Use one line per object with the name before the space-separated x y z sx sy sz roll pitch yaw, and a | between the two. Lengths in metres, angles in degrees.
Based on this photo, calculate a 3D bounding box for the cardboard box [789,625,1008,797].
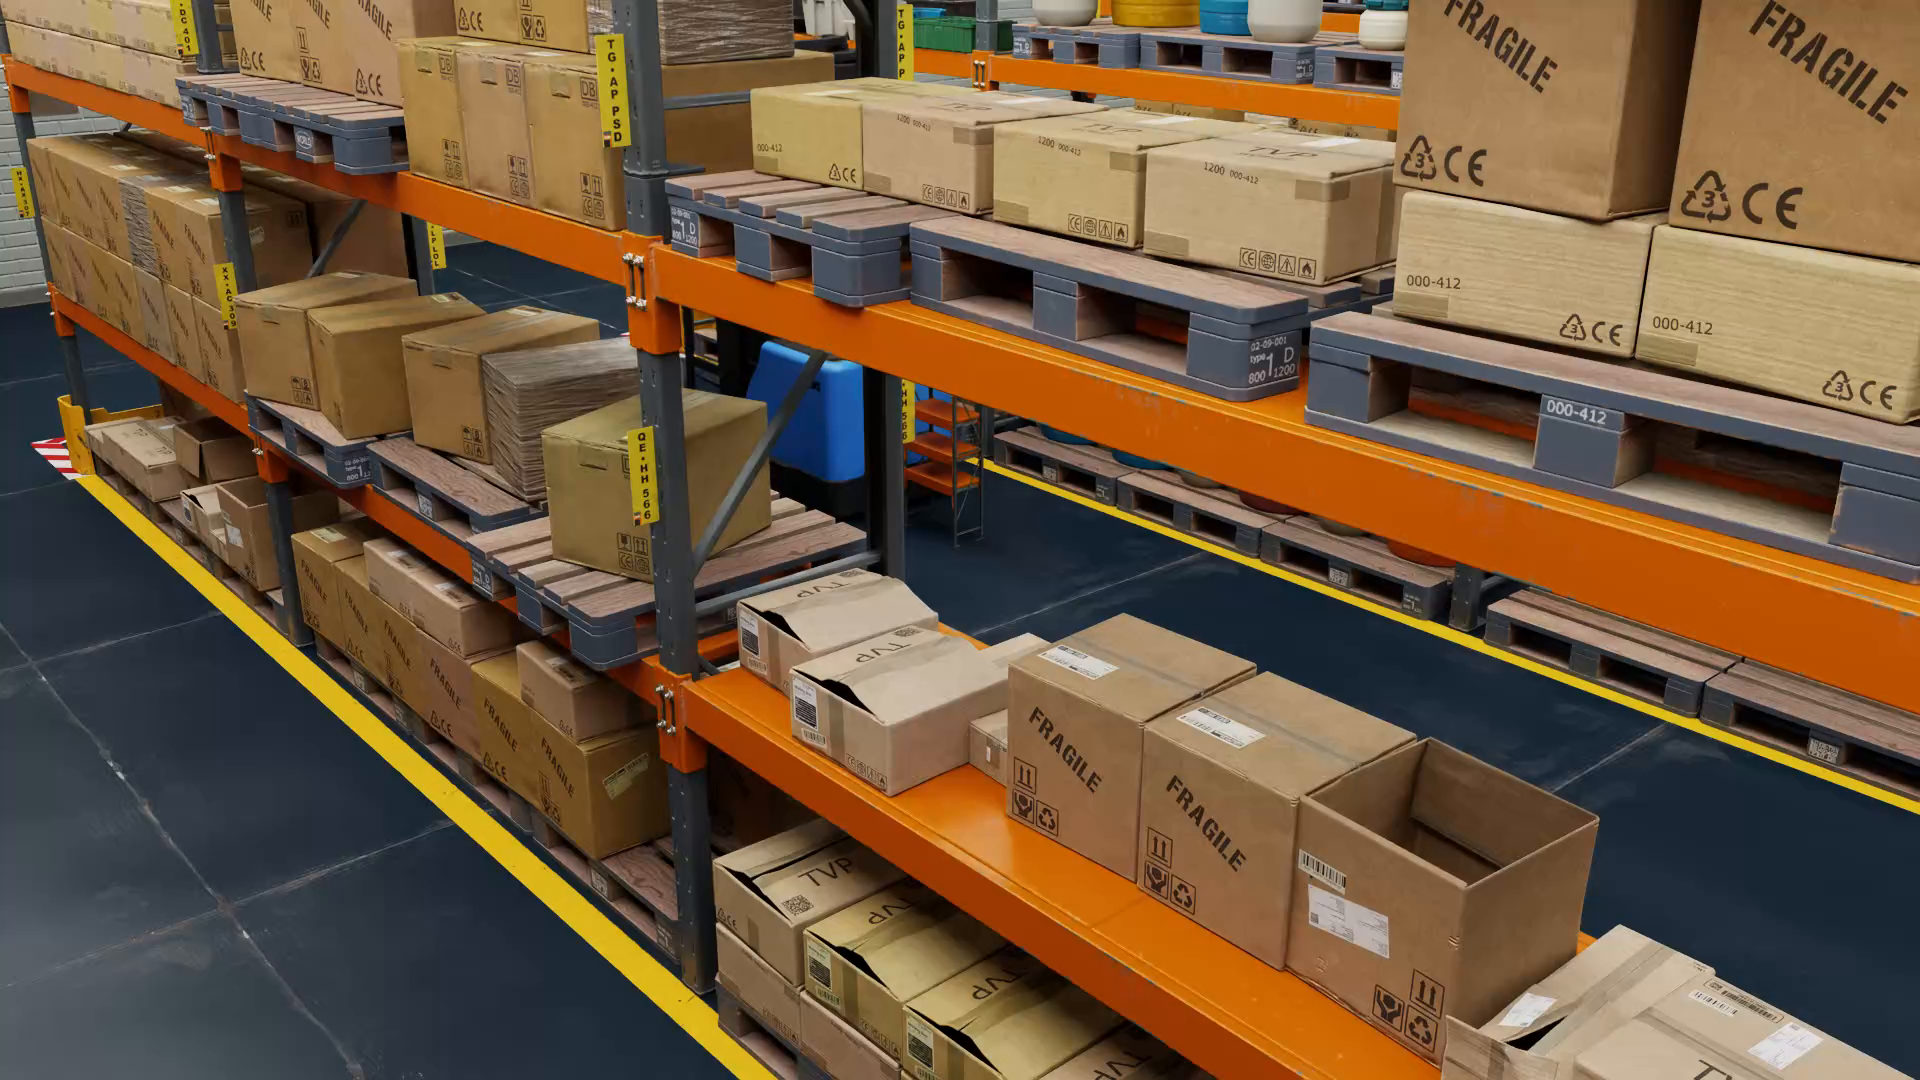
cardboard box | -0.187 0.498 5.221 0.500 0.311 0.500 -18 28 -38

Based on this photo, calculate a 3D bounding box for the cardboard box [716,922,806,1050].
cardboard box | -0.504 1.463 5.831 0.500 0.250 0.500 -18 27 -38

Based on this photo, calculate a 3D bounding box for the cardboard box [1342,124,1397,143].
cardboard box | 3.770 -3.780 14.792 0.500 0.500 0.500 -16 27 -36

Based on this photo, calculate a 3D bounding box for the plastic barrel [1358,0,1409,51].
plastic barrel | 2.320 -2.804 9.031 0.301 0.262 0.301 0 21 0

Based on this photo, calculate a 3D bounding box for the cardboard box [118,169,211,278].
cardboard box | -4.426 -1.812 9.489 0.500 0.500 0.500 -17 27 -37

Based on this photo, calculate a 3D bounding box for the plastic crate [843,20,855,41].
plastic crate | -0.598 -3.655 11.950 0.293 0.136 0.466 -17 27 -37

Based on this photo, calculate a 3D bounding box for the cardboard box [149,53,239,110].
cardboard box | -3.754 -2.340 8.437 0.500 0.250 0.500 -17 27 -37

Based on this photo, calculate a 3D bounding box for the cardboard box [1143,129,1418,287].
cardboard box | 0.786 -0.797 3.922 0.500 0.250 0.500 20 29 41

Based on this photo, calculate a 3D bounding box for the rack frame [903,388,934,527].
rack frame | -0.267 -0.672 10.554 0.240 1.200 0.015 -17 27 -37

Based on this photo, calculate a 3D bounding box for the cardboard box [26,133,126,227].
cardboard box | -5.756 -2.374 10.923 0.500 0.500 0.500 -16 27 -36

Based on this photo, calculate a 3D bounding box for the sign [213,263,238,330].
sign | -3.641 -1.214 8.282 0.100 0.325 0.005 -17 27 -37

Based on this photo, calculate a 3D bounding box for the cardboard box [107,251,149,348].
cardboard box | -4.765 -1.489 10.035 0.500 0.500 0.500 -17 27 -37

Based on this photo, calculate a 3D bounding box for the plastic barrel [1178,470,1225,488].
plastic barrel | 1.625 -0.630 10.814 0.421 0.512 0.421 0 21 0

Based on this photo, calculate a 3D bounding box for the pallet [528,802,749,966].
pallet | -1.082 1.247 7.012 1.003 0.211 1.213 -17 27 -37

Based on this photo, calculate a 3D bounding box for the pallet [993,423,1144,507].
pallet | 0.992 -0.598 11.722 1.003 0.211 1.213 -17 27 -37

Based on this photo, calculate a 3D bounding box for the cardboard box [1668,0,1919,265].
cardboard box | 1.614 -0.783 2.858 0.500 0.500 0.500 -17 27 -37

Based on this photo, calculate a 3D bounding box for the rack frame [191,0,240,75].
rack frame | -3.235 -3.735 7.681 1.000 3.000 0.127 -17 27 -37

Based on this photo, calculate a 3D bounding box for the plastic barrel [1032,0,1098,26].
plastic barrel | 0.674 -3.570 10.611 0.433 0.535 0.433 0 21 0

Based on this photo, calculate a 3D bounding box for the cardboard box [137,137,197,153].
cardboard box | -5.017 -2.362 10.894 0.500 0.500 0.500 -17 27 -36

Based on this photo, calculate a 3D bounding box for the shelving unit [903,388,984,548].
shelving unit | -0.108 -0.604 10.382 0.258 1.200 0.503 -17 27 -37

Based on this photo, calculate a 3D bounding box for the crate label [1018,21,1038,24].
crate label | 0.420 -3.598 11.805 0.293 0.136 0.466 -17 27 -37

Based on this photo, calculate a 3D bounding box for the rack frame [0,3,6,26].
rack frame | -5.846 -4.840 10.503 1.000 3.000 0.127 -17 27 -37

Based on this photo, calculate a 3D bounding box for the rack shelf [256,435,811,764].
rack shelf | -1.929 -0.054 7.496 1.077 0.370 4.000 -17 27 -37

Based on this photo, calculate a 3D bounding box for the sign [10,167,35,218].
sign | -6.257 -2.321 11.109 0.100 0.325 0.005 -17 27 -37

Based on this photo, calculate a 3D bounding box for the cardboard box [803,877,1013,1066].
cardboard box | -0.155 1.345 5.363 0.500 0.311 0.500 -18 28 -39

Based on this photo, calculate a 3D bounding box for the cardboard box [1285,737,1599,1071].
cardboard box | 1.154 0.860 4.037 0.500 0.500 0.500 -15 26 -34

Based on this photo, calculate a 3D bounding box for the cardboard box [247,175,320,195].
cardboard box | -3.666 -1.793 9.442 0.500 0.500 0.500 -19 28 -39

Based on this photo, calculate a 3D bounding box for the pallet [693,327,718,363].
pallet | -1.582 -1.690 14.508 1.003 0.211 1.213 -17 27 -37

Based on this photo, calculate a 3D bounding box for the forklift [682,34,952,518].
forklift | -1.345 -1.975 11.508 1.130 2.935 3.031 -16 27 -36

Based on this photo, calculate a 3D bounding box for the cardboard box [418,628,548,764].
cardboard box | -2.097 0.633 7.578 0.500 0.500 0.500 -19 28 -39

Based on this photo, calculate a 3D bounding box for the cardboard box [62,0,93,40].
cardboard box | -4.732 -2.987 9.405 0.500 0.250 0.500 -17 27 -37

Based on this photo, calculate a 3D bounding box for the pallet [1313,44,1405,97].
pallet | 2.706 -2.558 9.048 1.003 0.211 1.213 -17 27 -37

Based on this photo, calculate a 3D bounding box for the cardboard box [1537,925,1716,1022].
cardboard box | 1.564 1.092 3.927 0.380 0.149 0.250 -17 27 -37

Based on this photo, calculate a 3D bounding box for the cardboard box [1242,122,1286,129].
cardboard box | 2.784 -3.851 16.002 0.500 0.250 0.500 -18 28 -38

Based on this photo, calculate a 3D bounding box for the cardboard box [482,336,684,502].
cardboard box | -1.573 -0.524 6.996 0.700 0.500 0.500 -12 24 -28

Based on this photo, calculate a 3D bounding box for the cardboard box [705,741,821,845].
cardboard box | -0.704 0.929 6.824 0.500 0.500 0.500 -16 27 -35

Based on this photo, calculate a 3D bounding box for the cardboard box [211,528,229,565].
cardboard box | -4.112 0.002 9.673 0.380 0.149 0.250 -17 27 -37

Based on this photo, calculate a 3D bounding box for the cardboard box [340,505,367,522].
cardboard box | -3.345 -0.062 9.613 0.500 0.311 0.500 -17 27 -37

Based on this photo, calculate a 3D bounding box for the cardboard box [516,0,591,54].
cardboard box | -1.237 -2.008 5.877 0.500 0.500 0.500 -17 27 -37

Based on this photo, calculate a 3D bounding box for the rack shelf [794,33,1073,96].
rack shelf | -0.785 -3.734 12.778 1.077 0.370 4.000 -17 27 -37

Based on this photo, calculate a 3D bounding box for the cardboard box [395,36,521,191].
cardboard box | -1.606 -1.677 6.402 0.910 0.500 0.500 -17 27 -37

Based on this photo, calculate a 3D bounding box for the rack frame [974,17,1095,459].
rack frame | 0.520 -2.120 11.783 1.000 3.000 0.127 -17 27 -37

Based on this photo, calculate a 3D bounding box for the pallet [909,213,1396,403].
pallet | 0.619 -0.671 4.230 1.003 0.211 1.213 -16 26 -35

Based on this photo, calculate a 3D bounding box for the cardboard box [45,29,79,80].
cardboard box | -5.059 -2.892 9.848 0.500 0.250 0.500 -17 27 -37

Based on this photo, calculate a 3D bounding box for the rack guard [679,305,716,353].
rack guard | -2.116 -2.065 15.070 1.175 0.500 0.348 -17 27 -37

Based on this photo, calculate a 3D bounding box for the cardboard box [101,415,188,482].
cardboard box | -5.379 -0.615 11.109 0.500 0.250 0.500 -17 27 -37

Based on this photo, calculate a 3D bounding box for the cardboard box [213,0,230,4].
cardboard box | -3.581 -2.976 8.348 0.700 0.500 0.500 -17 27 -37

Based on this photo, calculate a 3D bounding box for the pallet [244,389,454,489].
pallet | -2.796 -0.606 8.180 1.003 0.211 1.213 -17 27 -37

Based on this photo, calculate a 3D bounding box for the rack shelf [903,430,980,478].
rack shelf | -0.108 -0.542 10.407 0.258 0.148 0.480 -17 27 -37
